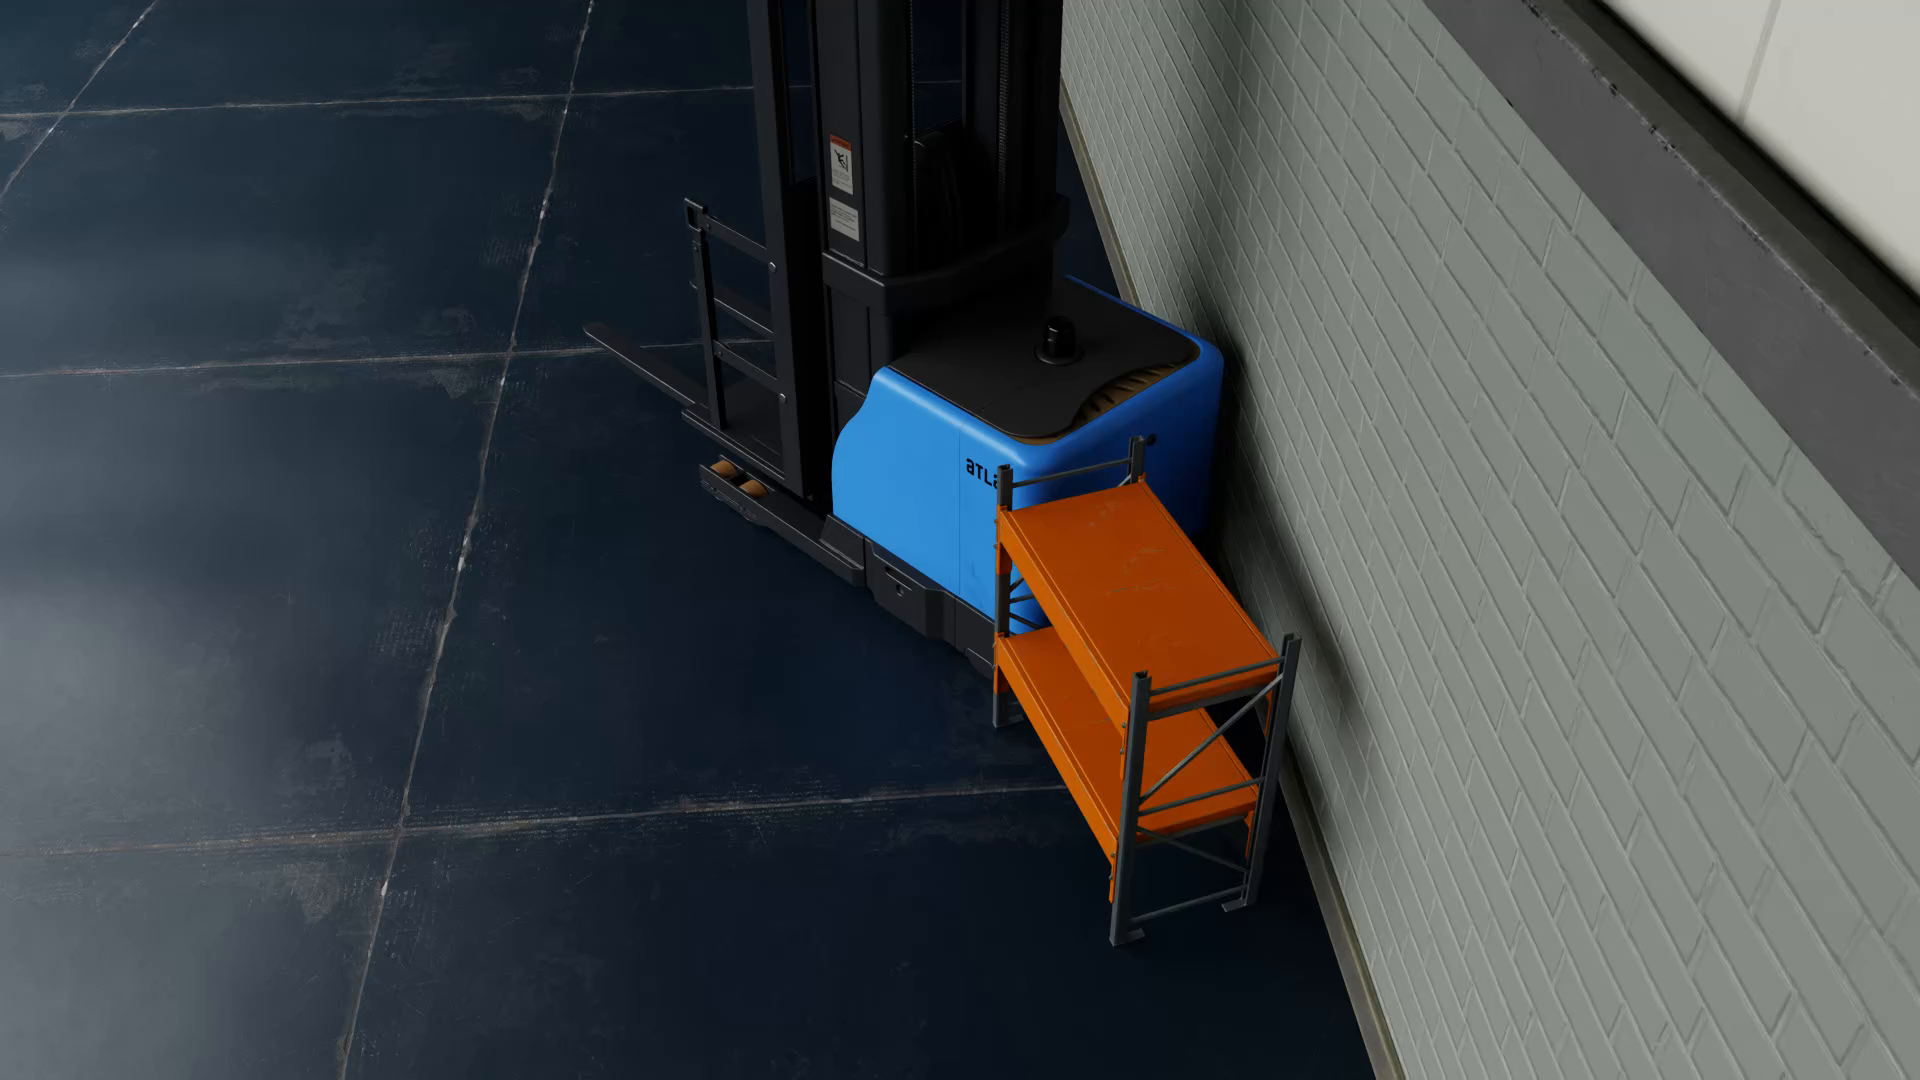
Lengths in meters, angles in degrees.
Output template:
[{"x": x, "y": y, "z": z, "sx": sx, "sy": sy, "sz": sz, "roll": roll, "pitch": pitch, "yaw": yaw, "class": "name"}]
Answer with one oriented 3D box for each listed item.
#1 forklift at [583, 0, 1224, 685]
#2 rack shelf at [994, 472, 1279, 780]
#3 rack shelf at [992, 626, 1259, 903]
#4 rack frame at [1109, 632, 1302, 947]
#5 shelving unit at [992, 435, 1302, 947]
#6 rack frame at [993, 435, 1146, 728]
[{"x": -0.436, "y": -1.427, "z": 6.192, "sx": 1.130, "sy": 2.935, "sz": 3.031, "roll": -31, "pitch": 48, "yaw": -33, "class": "forklift"}, {"x": 0.531, "y": 0.231, "z": 5.076, "sx": 0.538, "sy": 0.278, "sz": 1.000, "roll": -13, "pitch": 40, "yaw": -16, "class": "rack shelf"}, {"x": 0.531, "y": 0.653, "z": 5.409, "sx": 0.538, "sy": 0.278, "sz": 1.000, "roll": -13, "pitch": 40, "yaw": -16, "class": "rack shelf"}, {"x": 0.705, "y": 0.757, "z": 4.883, "sx": 0.500, "sy": 1.125, "sz": 0.032, "roll": -13, "pitch": 40, "yaw": -16, "class": "rack frame"}, {"x": 0.531, "y": 0.461, "z": 5.257, "sx": 0.538, "sy": 1.125, "sz": 1.048, "roll": -13, "pitch": 40, "yaw": -16, "class": "shelving unit"}, {"x": 0.357, "y": 0.165, "z": 5.632, "sx": 0.500, "sy": 1.125, "sz": 0.032, "roll": -13, "pitch": 40, "yaw": -16, "class": "rack frame"}]
